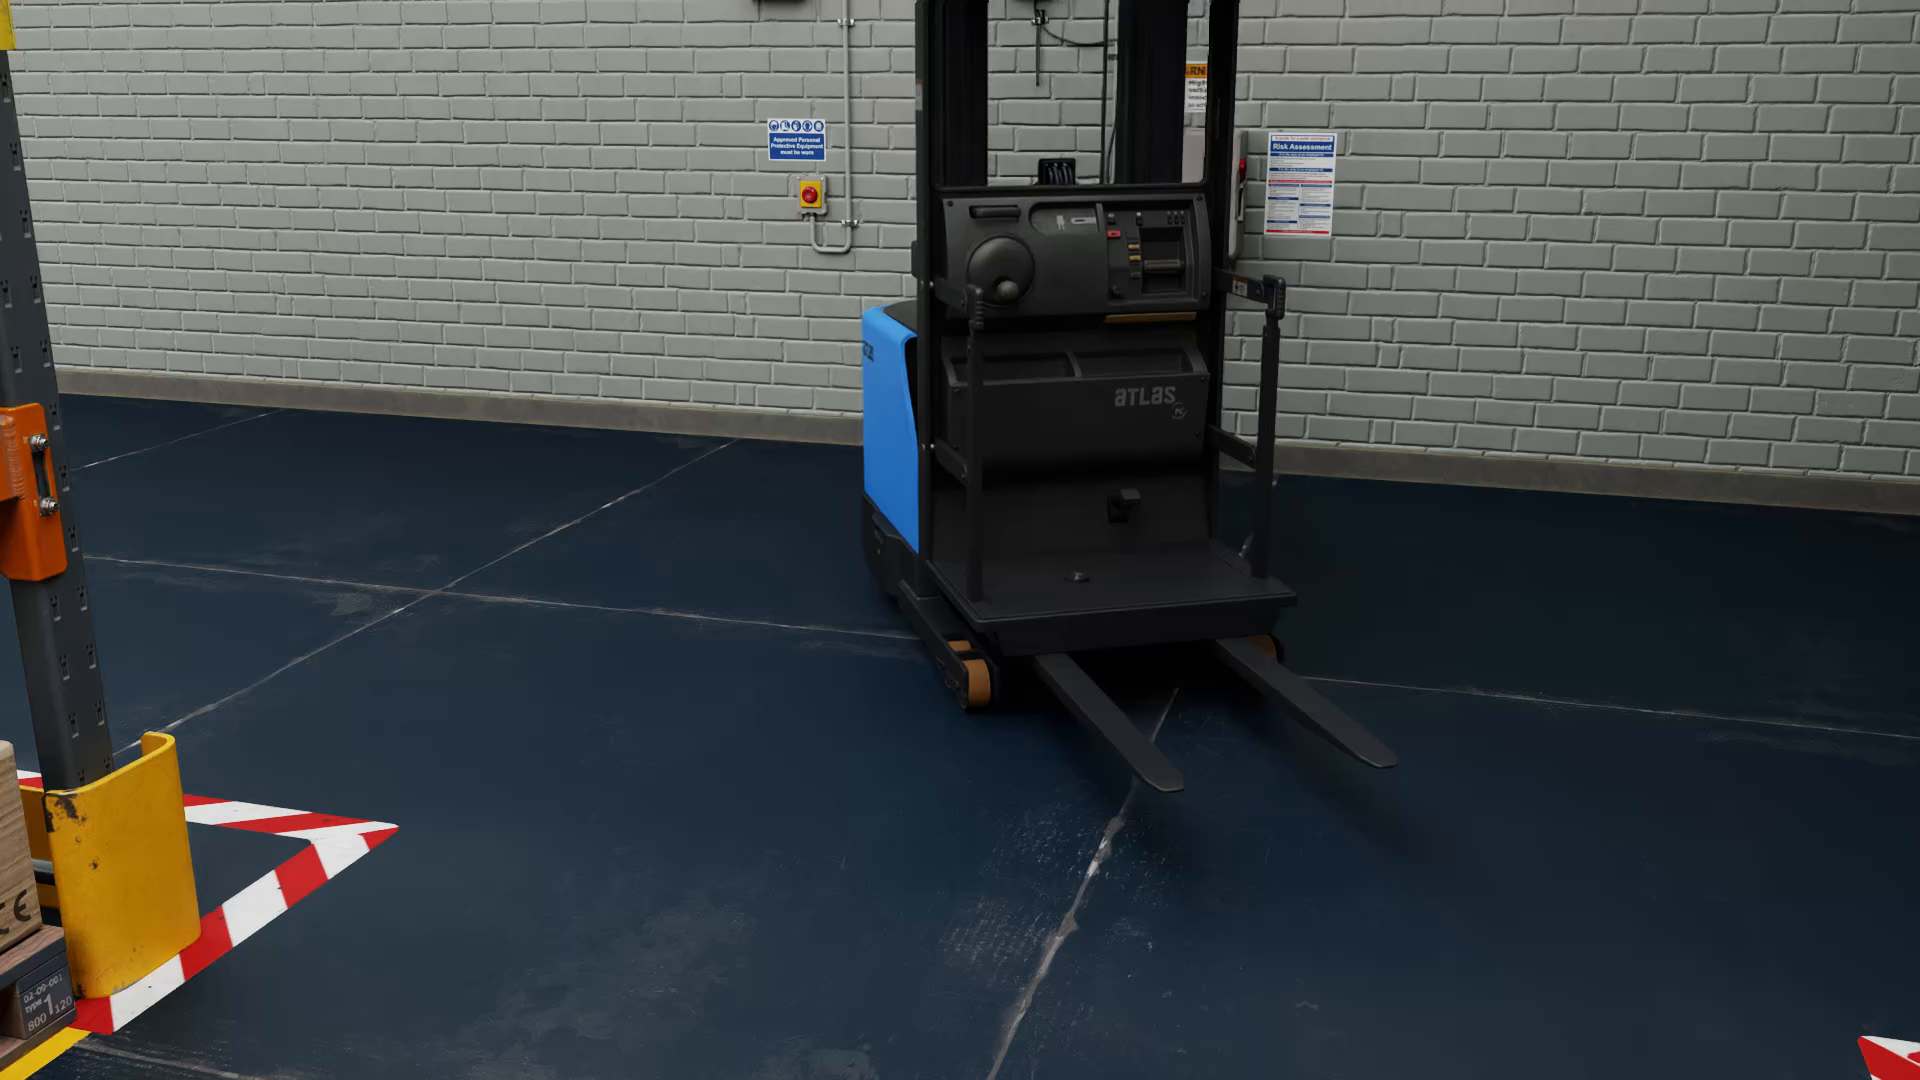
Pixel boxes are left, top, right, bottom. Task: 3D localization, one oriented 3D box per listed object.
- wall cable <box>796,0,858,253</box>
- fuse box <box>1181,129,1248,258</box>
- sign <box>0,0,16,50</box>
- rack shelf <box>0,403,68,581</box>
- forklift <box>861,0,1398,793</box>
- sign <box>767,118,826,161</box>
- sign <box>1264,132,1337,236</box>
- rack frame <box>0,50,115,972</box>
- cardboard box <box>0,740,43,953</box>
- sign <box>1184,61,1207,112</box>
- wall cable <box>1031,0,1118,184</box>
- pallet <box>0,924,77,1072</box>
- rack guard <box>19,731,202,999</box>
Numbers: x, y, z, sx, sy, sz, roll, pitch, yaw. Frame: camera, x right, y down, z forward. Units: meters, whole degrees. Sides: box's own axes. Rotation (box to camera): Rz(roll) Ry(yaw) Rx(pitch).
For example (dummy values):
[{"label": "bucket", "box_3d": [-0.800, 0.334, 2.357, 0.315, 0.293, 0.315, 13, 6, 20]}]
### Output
[{"label": "wall cable", "box_3d": [-0.838, -2.478, 8.650, 0.585, 1.953, 0.123, 5, 16, 16]}, {"label": "fuse box", "box_3d": [1.134, -1.153, 8.260, 0.539, 1.711, 0.414, 5, 16, 16]}, {"label": "sign", "box_3d": [-1.902, -1.122, 3.234, 0.100, 0.325, 0.005, 5, 16, 16]}, {"label": "rack shelf", "box_3d": [-2.987, 0.372, 1.839, 1.077, 0.370, 4.000, 5, 16, 16]}, {"label": "forklift", "box_3d": [0.456, -0.976, 5.398, 1.130, 2.935, 3.031, -4, 16, -14]}, {"label": "sign", "box_3d": [-0.867, -2.124, 8.825, 0.327, 0.218, 0.001, 5, 16, 16]}, {"label": "sign", "box_3d": [1.667, -1.743, 8.153, 0.329, 0.494, 0.001, 5, 16, 16]}, {"label": "rack frame", "box_3d": [-2.418, -0.497, 3.585, 1.000, 3.000, 0.127, 5, 16, 16]}, {"label": "cardboard box", "box_3d": [-2.510, 0.714, 3.241, 0.875, 0.438, 0.875, 4, 16, 14]}, {"label": "sign", "box_3d": [1.140, -2.229, 8.177, 0.339, 0.242, 0.001, 5, 16, 16]}, {"label": "wall cable", "box_3d": [0.525, -2.356, 8.277, 0.588, 1.984, 0.122, 5, 16, 16]}, {"label": "pallet", "box_3d": [-2.571, 1.060, 3.207, 1.003, 0.211, 1.213, 5, 16, 16]}, {"label": "rack guard", "box_3d": [-2.412, 0.699, 3.948, 1.175, 0.500, 0.348, 5, 16, 16]}]
